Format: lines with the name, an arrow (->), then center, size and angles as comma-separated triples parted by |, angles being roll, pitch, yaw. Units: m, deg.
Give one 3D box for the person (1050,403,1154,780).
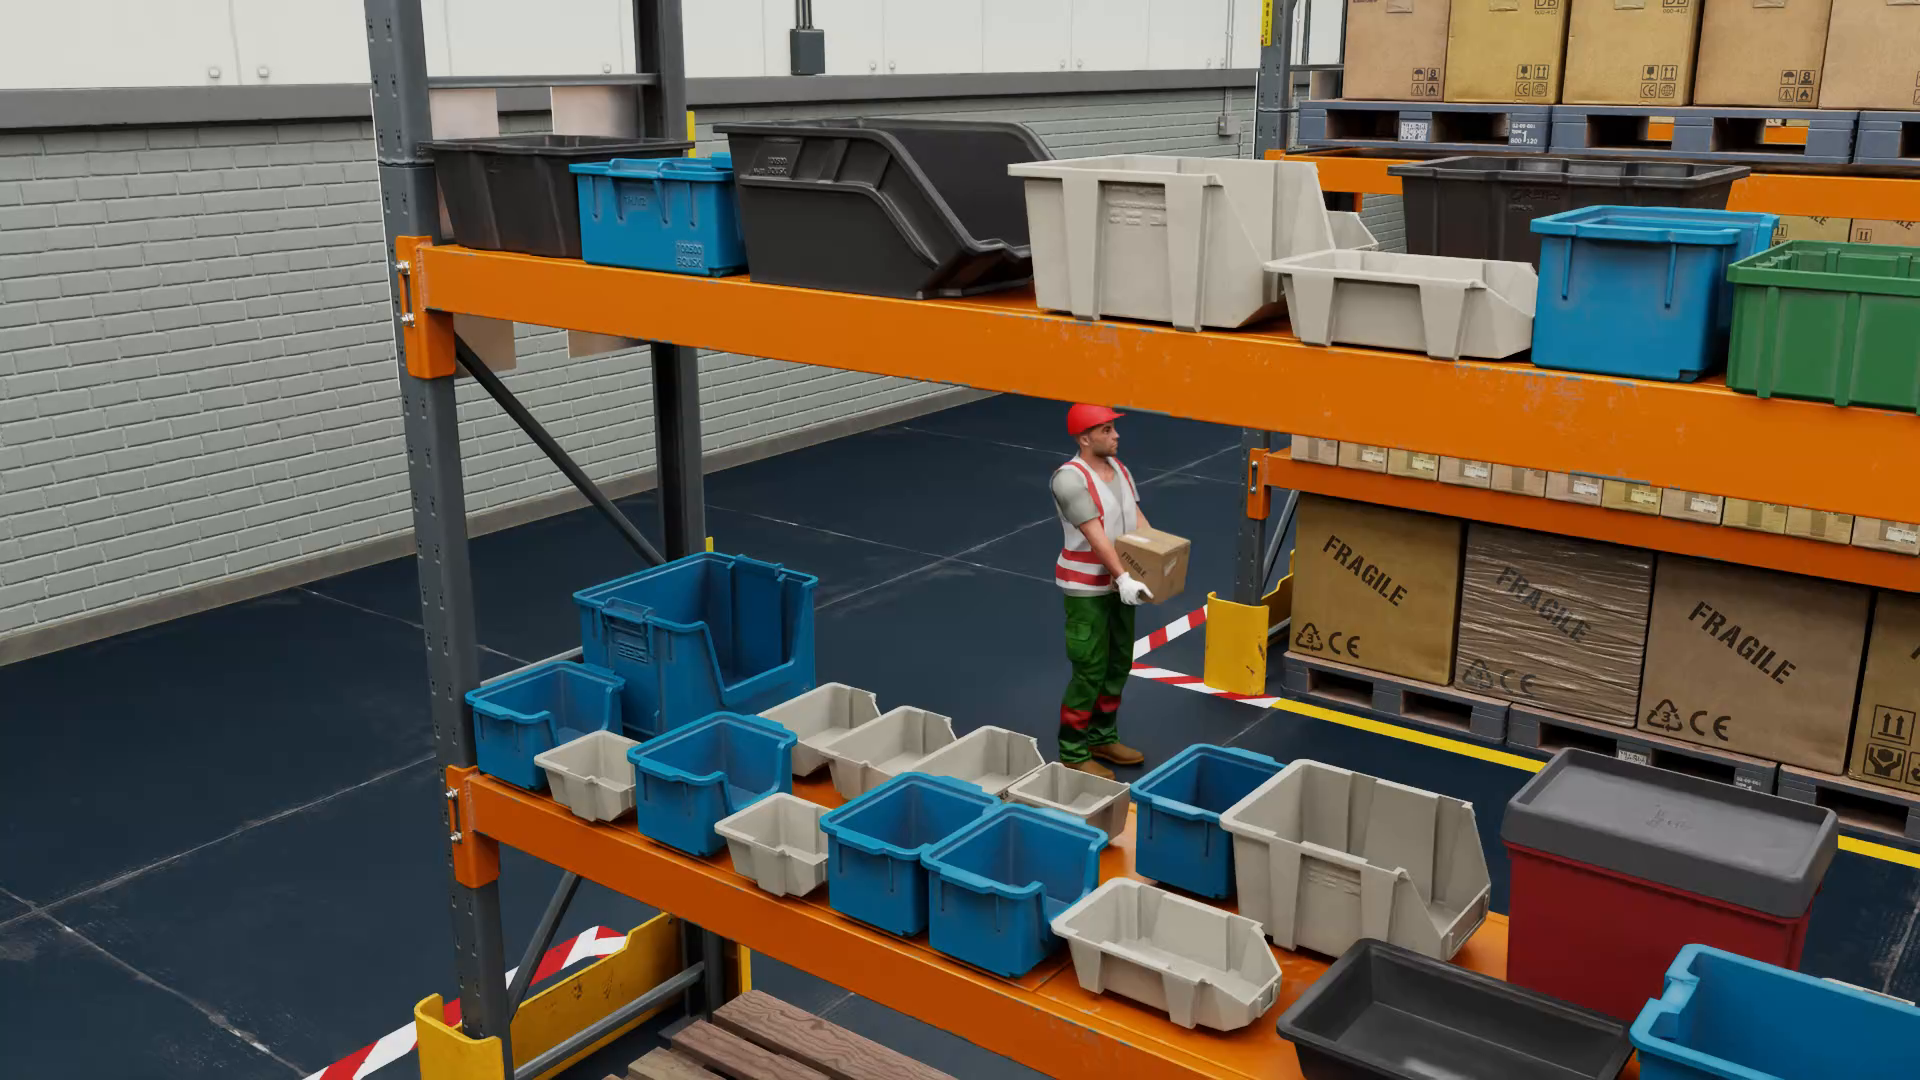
person -> 0.724, 0.241, 7.686 | 0.563, 1.782, 0.493 | 12, 20, 35
